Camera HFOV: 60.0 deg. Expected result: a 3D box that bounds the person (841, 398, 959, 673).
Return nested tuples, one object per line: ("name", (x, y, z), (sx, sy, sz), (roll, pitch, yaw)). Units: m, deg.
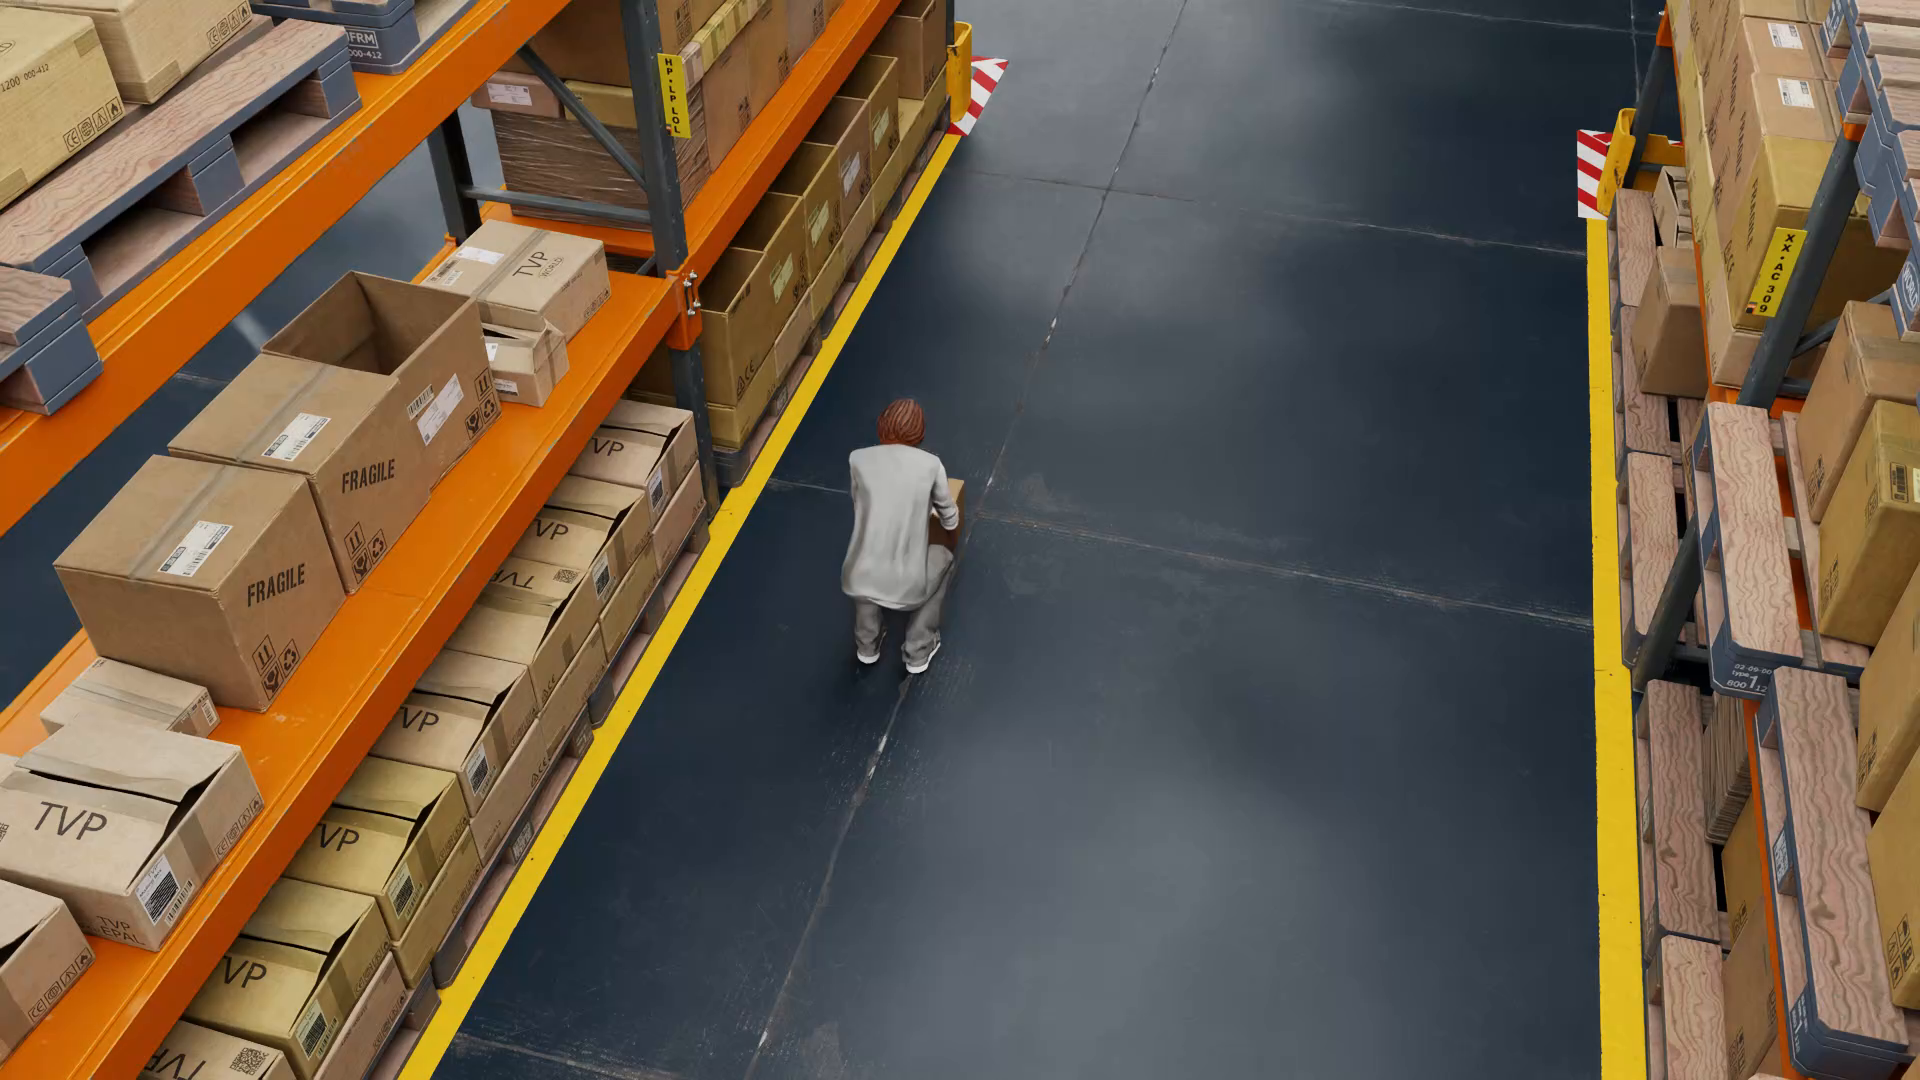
("person", (-0.261, 0.023, 6.595), (0.453, 0.997, 0.765), (9, 42, 11))
